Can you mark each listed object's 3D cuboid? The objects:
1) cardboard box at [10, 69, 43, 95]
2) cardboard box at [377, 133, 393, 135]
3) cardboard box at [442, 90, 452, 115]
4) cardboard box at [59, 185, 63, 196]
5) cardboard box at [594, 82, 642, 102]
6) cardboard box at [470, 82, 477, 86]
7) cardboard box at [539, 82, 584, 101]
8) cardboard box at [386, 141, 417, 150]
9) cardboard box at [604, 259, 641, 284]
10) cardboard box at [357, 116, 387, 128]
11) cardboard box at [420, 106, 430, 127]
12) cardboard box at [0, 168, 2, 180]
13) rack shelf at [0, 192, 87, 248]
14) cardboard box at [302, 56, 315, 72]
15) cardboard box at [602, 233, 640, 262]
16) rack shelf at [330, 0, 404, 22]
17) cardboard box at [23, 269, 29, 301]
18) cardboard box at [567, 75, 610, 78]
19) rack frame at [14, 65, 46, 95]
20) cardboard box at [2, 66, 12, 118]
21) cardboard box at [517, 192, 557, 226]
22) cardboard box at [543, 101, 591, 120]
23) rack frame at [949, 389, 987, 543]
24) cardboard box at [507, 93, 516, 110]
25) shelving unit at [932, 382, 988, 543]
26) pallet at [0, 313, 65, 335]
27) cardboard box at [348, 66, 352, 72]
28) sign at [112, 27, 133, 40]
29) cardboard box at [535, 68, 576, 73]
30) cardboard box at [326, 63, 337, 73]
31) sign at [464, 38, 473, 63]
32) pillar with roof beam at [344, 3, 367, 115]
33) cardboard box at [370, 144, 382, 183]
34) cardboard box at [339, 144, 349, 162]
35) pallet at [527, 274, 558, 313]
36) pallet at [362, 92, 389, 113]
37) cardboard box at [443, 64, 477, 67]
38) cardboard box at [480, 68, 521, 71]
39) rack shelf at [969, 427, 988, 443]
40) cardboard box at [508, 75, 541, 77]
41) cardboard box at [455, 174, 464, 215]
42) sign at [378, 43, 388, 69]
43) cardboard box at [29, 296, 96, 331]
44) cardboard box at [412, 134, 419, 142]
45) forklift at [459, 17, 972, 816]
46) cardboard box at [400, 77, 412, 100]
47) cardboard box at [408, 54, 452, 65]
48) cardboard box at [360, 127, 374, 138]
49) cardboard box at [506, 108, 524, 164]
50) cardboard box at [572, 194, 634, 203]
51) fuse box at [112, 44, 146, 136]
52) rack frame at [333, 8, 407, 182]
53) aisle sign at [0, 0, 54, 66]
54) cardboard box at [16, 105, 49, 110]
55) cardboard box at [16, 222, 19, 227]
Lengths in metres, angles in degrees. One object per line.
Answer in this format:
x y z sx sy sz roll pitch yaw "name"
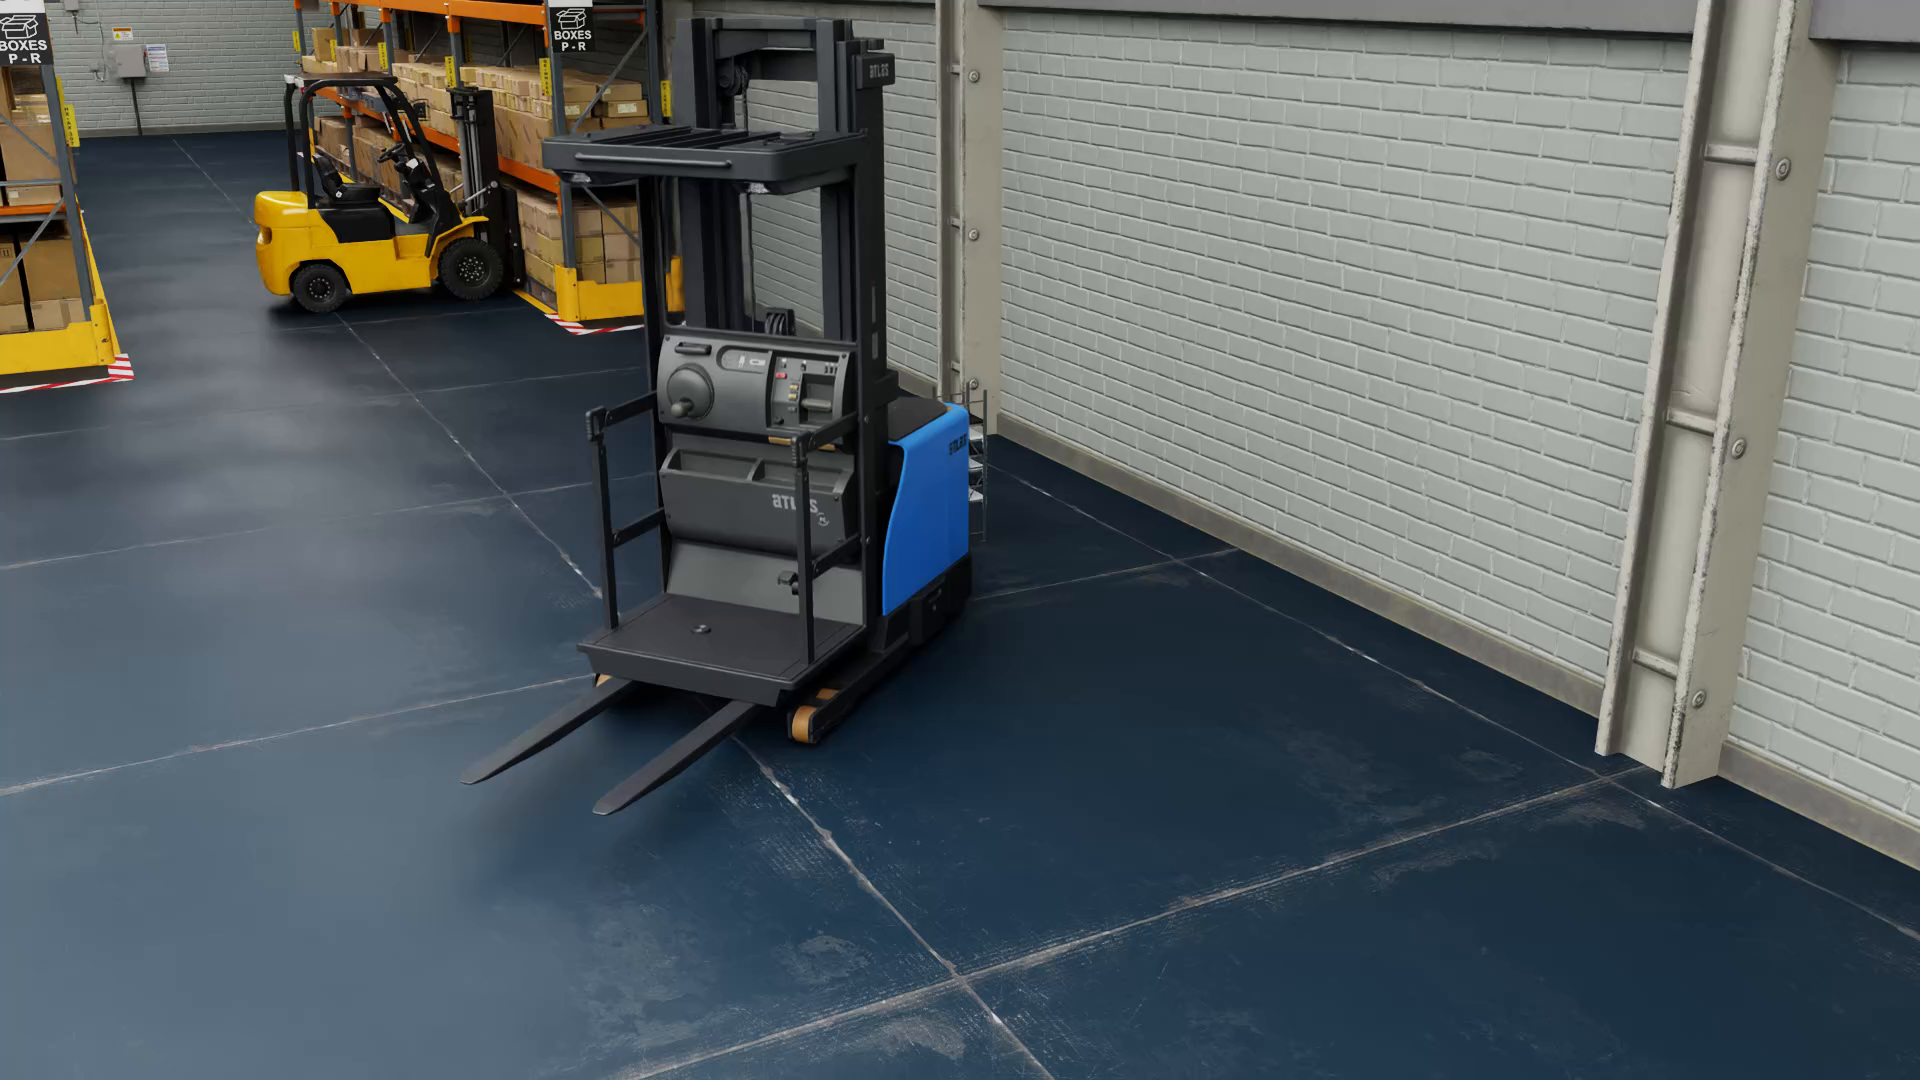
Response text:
-9.484 -4.541 16.939 0.500 0.500 0.500 -9 21 -25 "cardboard box"
-8.181 -5.783 23.986 0.380 0.149 0.250 -10 21 -26 "cardboard box"
-5.606 -5.012 19.021 0.500 0.250 0.500 -10 22 -28 "cardboard box"
-7.781 -2.997 14.103 0.380 0.149 0.250 -11 22 -28 "cardboard box"
-3.220 -4.221 15.661 0.380 0.149 0.250 -10 22 -28 "cardboard box"
-5.103 -4.893 18.064 0.380 0.149 0.250 -9 21 -25 "cardboard box"
-3.748 -4.228 15.681 0.380 0.149 0.250 -10 21 -27 "cardboard box"
-7.661 -5.393 22.856 0.380 0.149 0.250 -11 22 -29 "cardboard box"
-3.309 -2.667 16.333 0.500 0.250 0.500 -10 21 -26 "cardboard box"
-8.845 -6.294 25.012 0.380 0.149 0.250 -11 22 -29 "cardboard box"
-6.321 -5.216 20.379 0.500 0.250 0.500 -9 21 -25 "cardboard box"
-8.349 -3.272 13.907 0.500 0.500 0.500 -10 21 -27 "cardboard box"
-8.564 -3.061 15.007 1.077 0.370 4.000 -10 21 -27 "rack shelf"
-10.867 -8.088 28.245 0.500 0.250 0.500 -10 21 -26 "cardboard box"
-3.289 -2.899 16.239 0.500 0.250 0.500 -10 21 -26 "cardboard box"
-7.997 -7.545 23.404 1.077 0.370 4.000 -10 21 -27 "rack shelf"
-8.954 -2.359 15.442 0.500 0.250 0.500 -10 22 -27 "cardboard box"
-3.741 -4.611 16.791 0.380 0.149 0.250 -11 22 -28 "cardboard box"
-9.514 -3.975 16.553 1.000 3.000 0.127 -10 21 -27 "rack frame"
-8.283 -3.747 13.749 0.700 0.500 0.500 -10 21 -26 "cardboard box"
-4.237 -3.341 16.754 0.500 0.250 0.500 -10 21 -26 "cardboard box"
-3.659 -4.007 15.497 0.380 0.149 0.250 -10 21 -26 "cardboard box"
0.044 -0.399 9.407 0.240 0.900 0.006 -10 21 -27 "rack frame"
-4.290 -4.371 16.553 0.380 0.149 0.250 -10 21 -26 "cardboard box"
-0.004 -0.428 9.491 0.258 0.900 0.210 -10 21 -27 "shelving unit"
-8.005 -1.769 14.435 1.003 0.211 1.213 -10 21 -27 "pallet"
-8.624 -6.718 24.065 0.396 0.266 0.258 -9 21 -24 "cardboard box"
-16.140 -9.760 32.051 0.339 0.242 0.001 -10 21 -27 "sign"
-4.336 -4.980 17.862 0.380 0.149 0.250 -10 22 -28 "cardboard box"
-9.654 -7.361 26.140 0.500 0.250 0.500 -10 21 -26 "cardboard box"
-6.560 -6.528 22.175 0.100 0.325 0.005 -10 21 -27 "sign"
-15.122 -11.273 28.504 9.100 9.000 0.400 -10 21 -27 "pillar with roof beam"
-8.179 -5.440 23.986 0.500 0.500 0.500 -11 22 -29 "cardboard box"
-9.639 -6.165 26.446 0.396 0.266 0.258 -9 21 -25 "cardboard box"
-3.648 -2.492 16.529 1.003 0.211 1.213 -10 21 -27 "pallet"
-7.431 -5.986 22.676 1.213 0.211 1.003 -10 21 -27 "pallet"
-6.422 -6.044 21.400 0.380 0.149 0.250 -10 21 -27 "cardboard box"
-4.925 -4.969 17.830 0.380 0.149 0.250 -10 22 -28 "cardboard box"
-0.004 -0.566 9.444 0.258 0.077 0.200 -10 21 -27 "rack shelf"
-4.337 -4.601 16.763 0.380 0.149 0.250 -10 21 -26 "cardboard box"
-5.405 -3.969 19.532 0.875 0.625 0.625 -9 21 -24 "cardboard box"
-7.520 -6.317 21.685 0.100 0.325 0.005 -10 21 -27 "sign"
-7.754 -2.000 14.401 0.500 0.250 0.500 -10 21 -27 "cardboard box"
-7.681 -5.778 23.971 0.380 0.149 0.250 -10 21 -26 "cardboard box"
-0.991 -0.671 7.081 1.130 2.935 3.031 8 21 22 "forklift"
-6.815 -5.750 21.159 0.500 0.250 0.500 -9 21 -25 "cardboard box"
-7.154 -6.311 22.526 0.500 0.500 0.500 -9 21 -24 "cardboard box"
-8.811 -6.153 25.060 0.380 0.149 0.250 -11 22 -28 "cardboard box"
-4.195 -4.042 16.594 0.500 0.500 0.500 -10 22 -28 "cardboard box"
-3.550 -3.278 16.572 0.500 0.250 0.500 -10 21 -27 "cardboard box"
-15.993 -8.710 32.248 0.539 1.711 0.414 -10 21 -27 "fuse box"
-8.946 -7.042 25.440 1.000 3.000 0.127 -10 21 -27 "rack frame"
-7.312 -4.086 12.889 0.394 0.787 0.004 -10 21 -27 "aisle sign"
-8.336 -3.633 14.951 0.500 0.500 0.500 -10 22 -28 "cardboard box"
-8.511 -2.808 15.593 0.500 0.500 0.500 -9 21 -24 "cardboard box"
